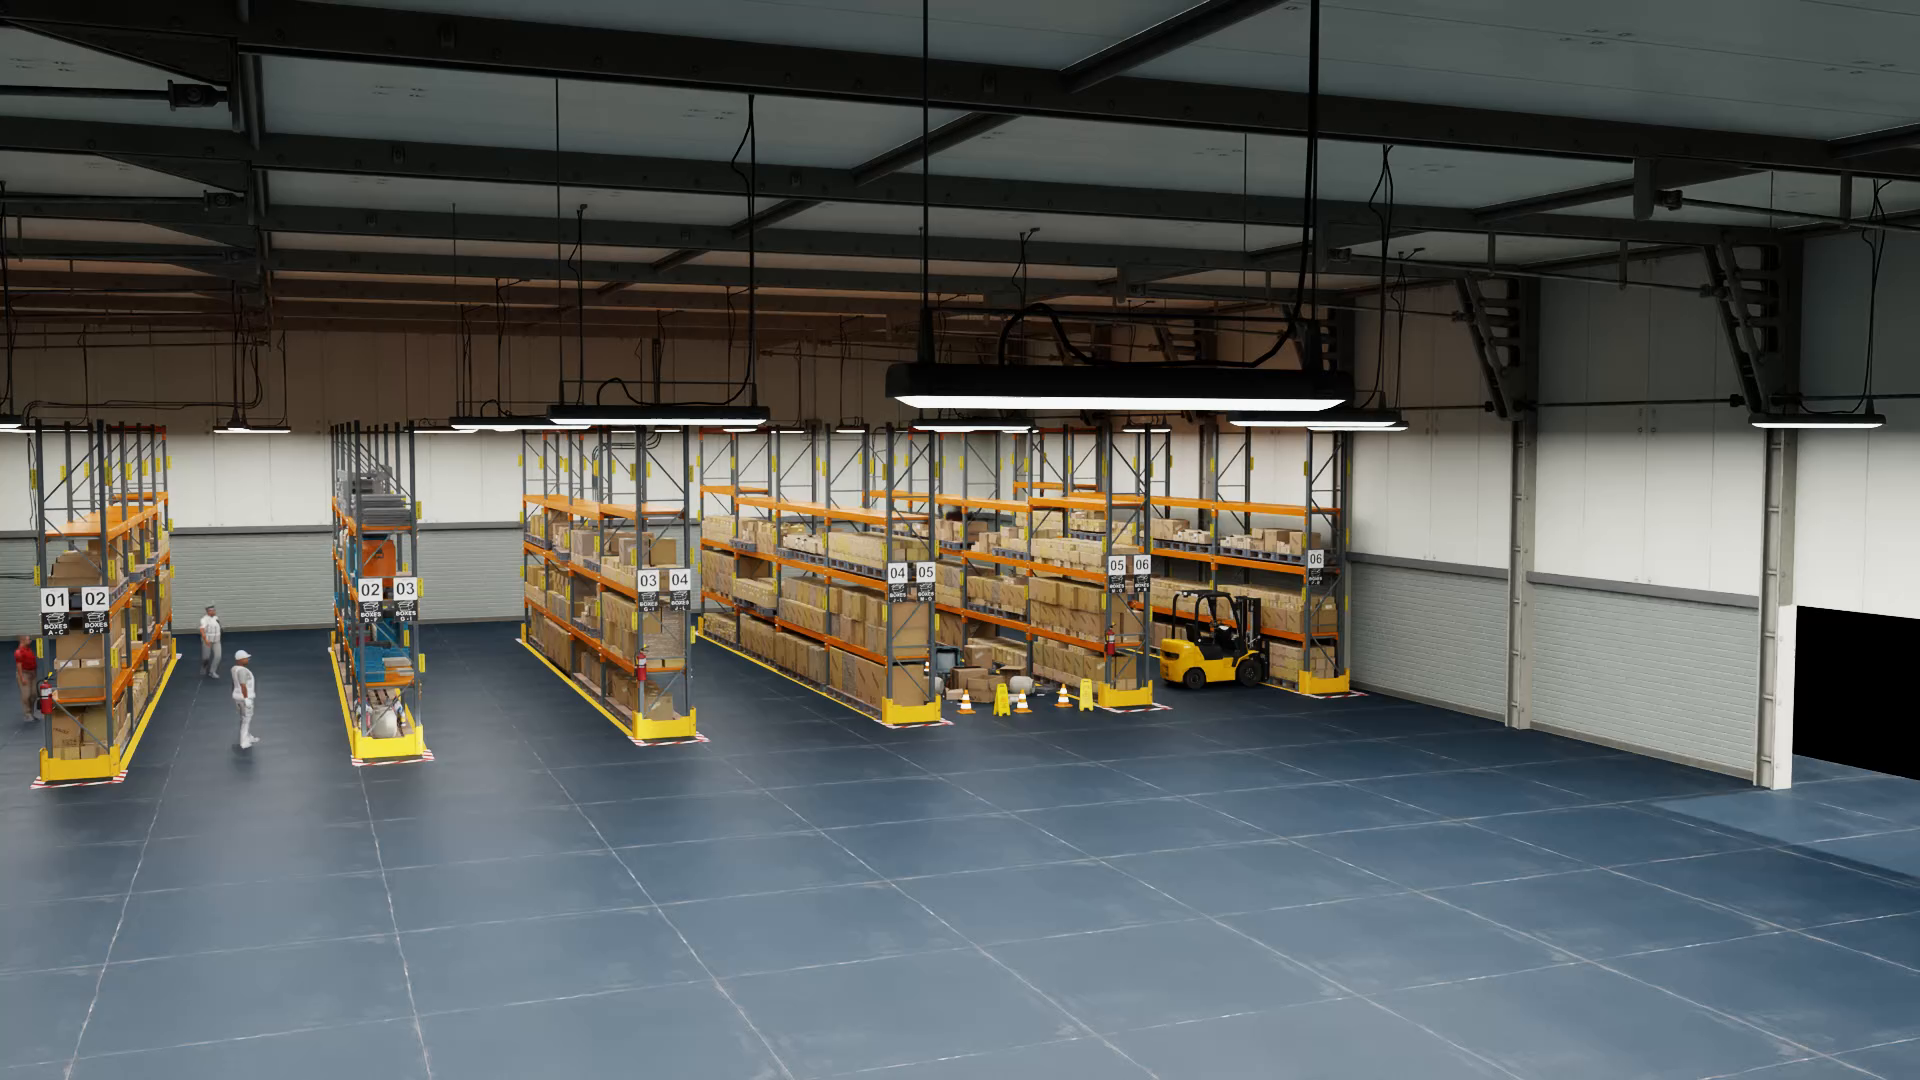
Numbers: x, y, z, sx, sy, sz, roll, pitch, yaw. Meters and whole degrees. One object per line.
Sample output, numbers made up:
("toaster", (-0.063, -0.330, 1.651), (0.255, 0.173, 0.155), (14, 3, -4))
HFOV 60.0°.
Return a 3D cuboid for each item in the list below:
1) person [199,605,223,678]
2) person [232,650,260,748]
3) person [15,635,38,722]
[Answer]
("person", (-17.798, 2.403, 39.540), (0.707, 1.742, 0.608), (3, 5, 40))
("person", (-13.149, 2.914, 30.726), (0.567, 1.783, 0.595), (3, 4, 37))
("person", (-18.781, 2.801, 33.594), (0.554, 1.781, 0.543), (1, 4, 11))
